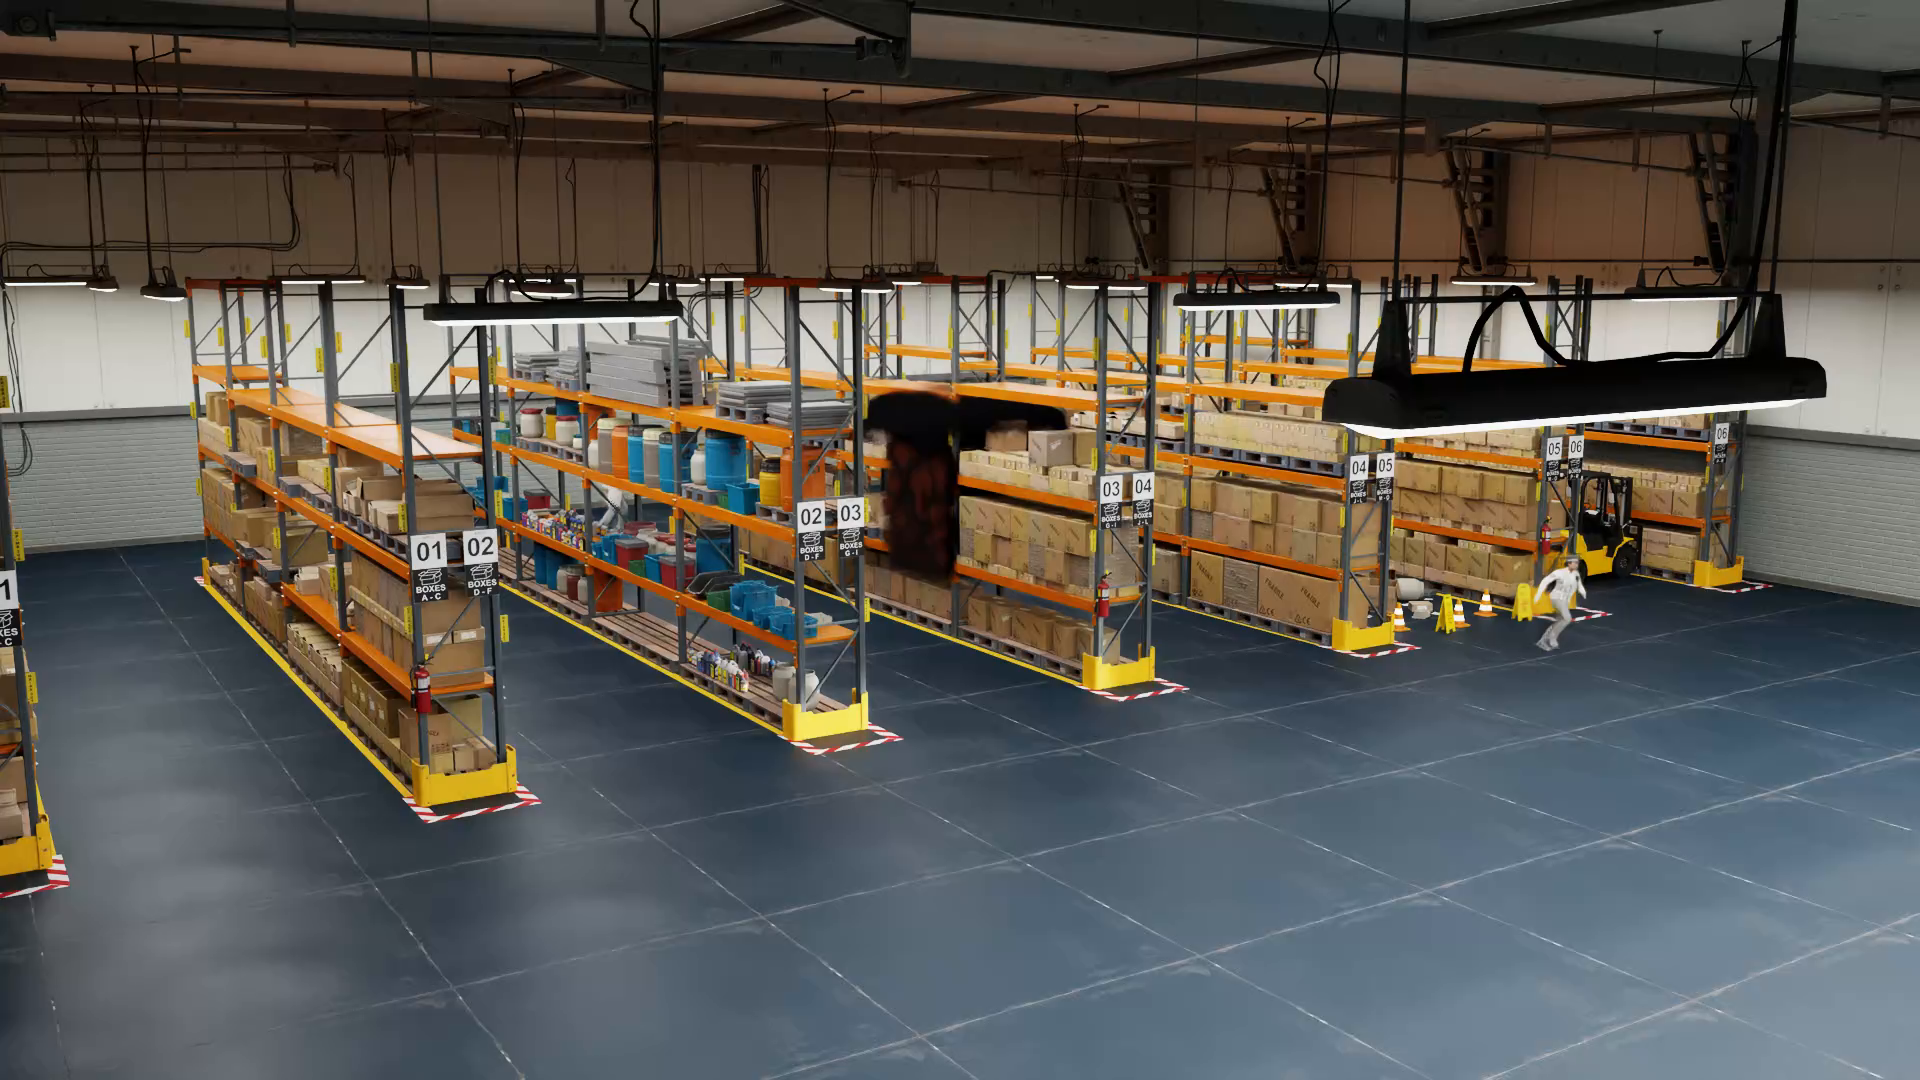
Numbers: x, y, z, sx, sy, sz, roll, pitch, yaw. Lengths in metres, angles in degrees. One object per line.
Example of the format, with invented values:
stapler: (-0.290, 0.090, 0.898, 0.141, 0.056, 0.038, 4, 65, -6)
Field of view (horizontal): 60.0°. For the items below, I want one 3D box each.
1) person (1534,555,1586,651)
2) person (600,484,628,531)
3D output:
person: (9.906, 1.023, 27.239, 0.764, 1.594, 0.652, -7, 12, -35)
person: (-8.000, -0.992, 38.570, 0.930, 1.847, 0.690, -4, 10, -22)
